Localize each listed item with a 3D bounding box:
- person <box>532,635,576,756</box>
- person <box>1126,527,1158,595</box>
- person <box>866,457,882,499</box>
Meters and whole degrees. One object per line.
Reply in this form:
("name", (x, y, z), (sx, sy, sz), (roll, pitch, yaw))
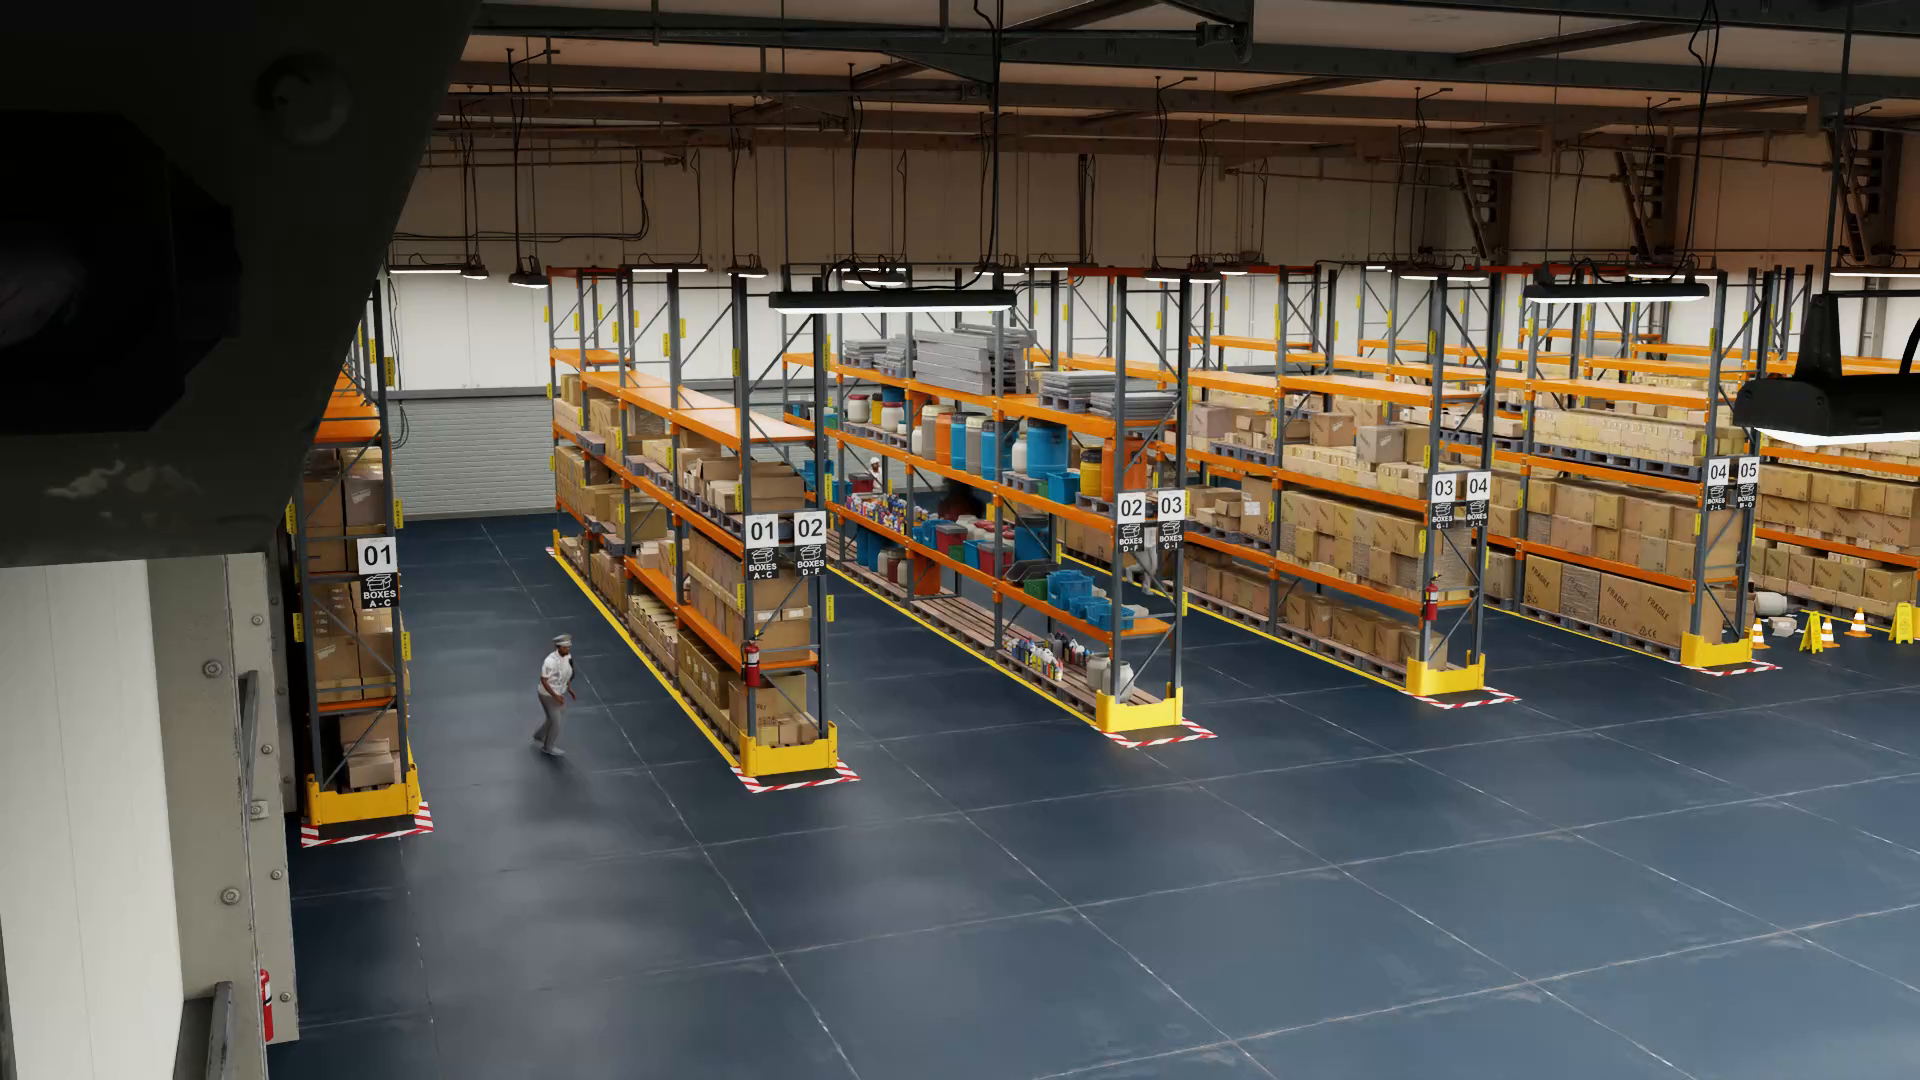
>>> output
("person", (-5.168, 1.942, 20.987), (0.768, 1.612, 0.572), (3, 10, 19))
("person", (3.263, 0.091, 29.551), (0.716, 1.729, 0.643), (-7, 12, -34))
("person", (-1.875, -1.036, 37.558), (0.657, 1.731, 0.759), (9, 14, 43))
